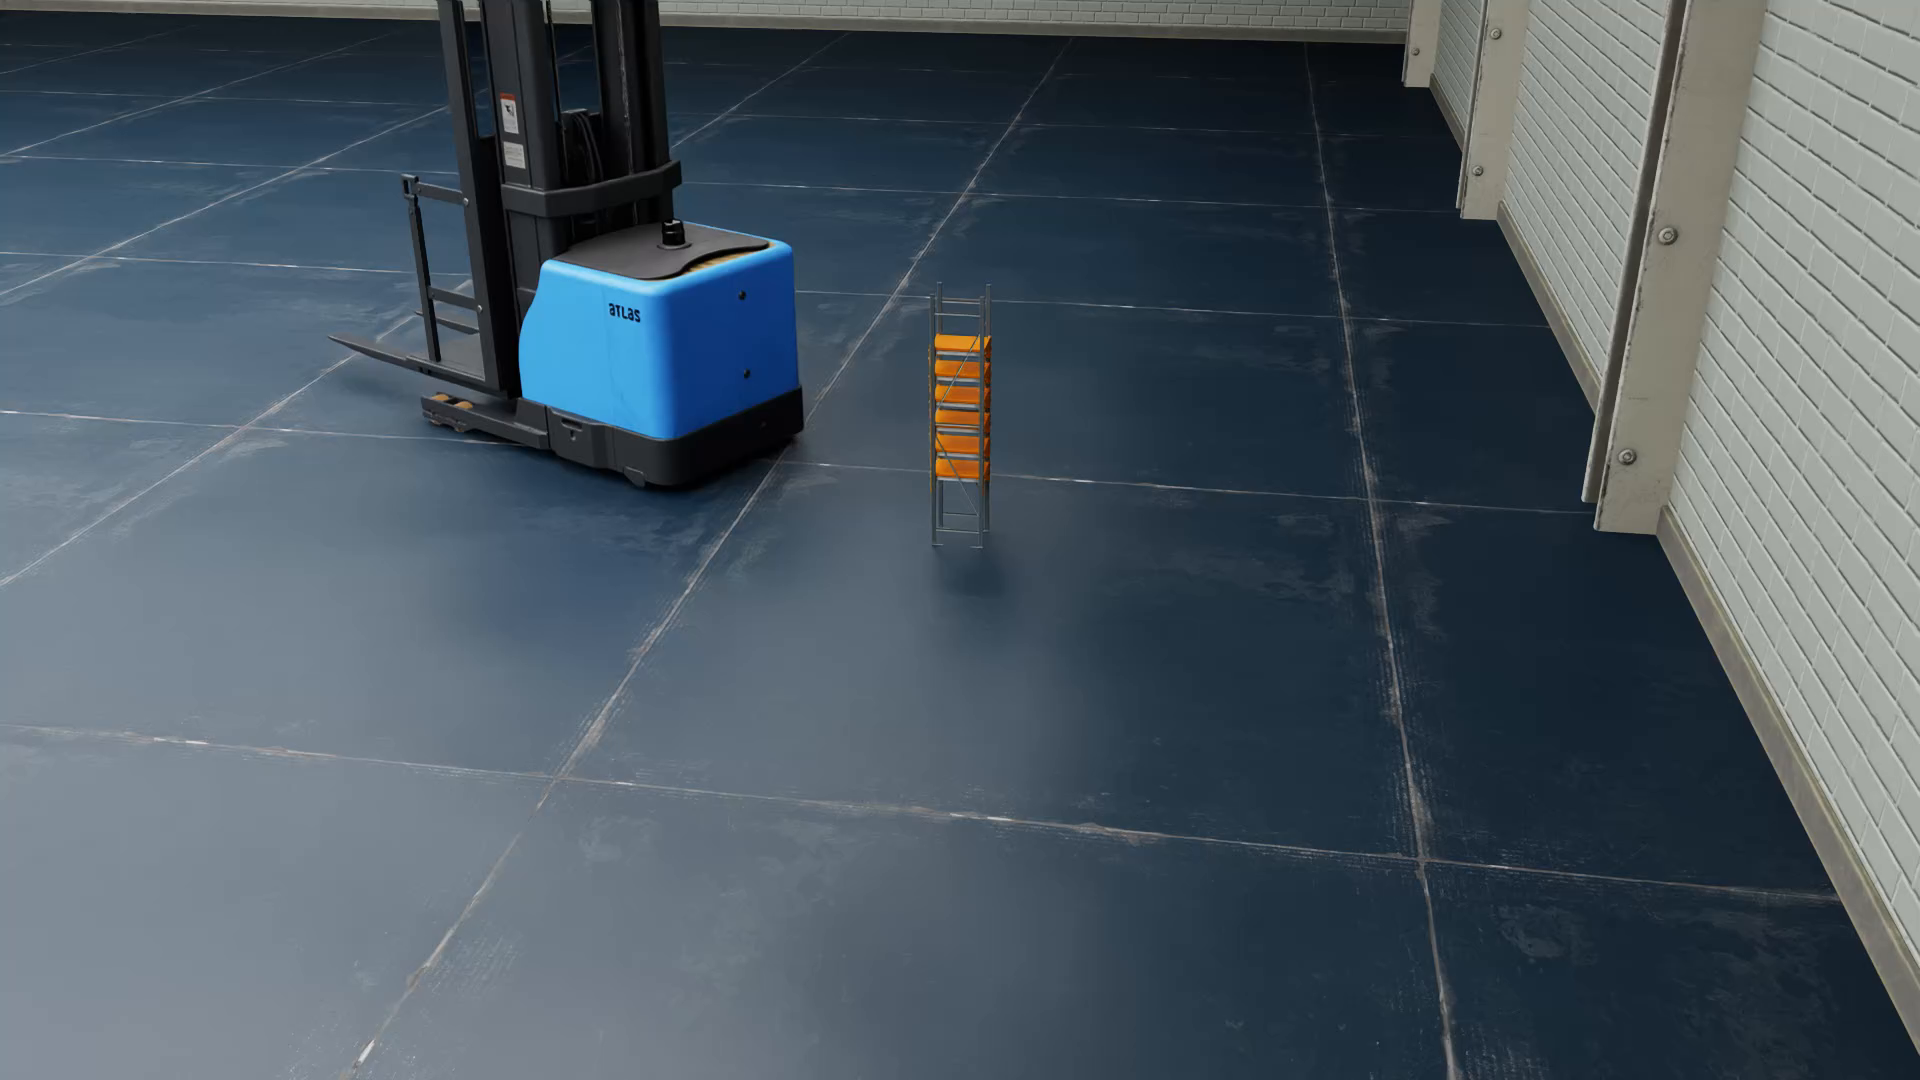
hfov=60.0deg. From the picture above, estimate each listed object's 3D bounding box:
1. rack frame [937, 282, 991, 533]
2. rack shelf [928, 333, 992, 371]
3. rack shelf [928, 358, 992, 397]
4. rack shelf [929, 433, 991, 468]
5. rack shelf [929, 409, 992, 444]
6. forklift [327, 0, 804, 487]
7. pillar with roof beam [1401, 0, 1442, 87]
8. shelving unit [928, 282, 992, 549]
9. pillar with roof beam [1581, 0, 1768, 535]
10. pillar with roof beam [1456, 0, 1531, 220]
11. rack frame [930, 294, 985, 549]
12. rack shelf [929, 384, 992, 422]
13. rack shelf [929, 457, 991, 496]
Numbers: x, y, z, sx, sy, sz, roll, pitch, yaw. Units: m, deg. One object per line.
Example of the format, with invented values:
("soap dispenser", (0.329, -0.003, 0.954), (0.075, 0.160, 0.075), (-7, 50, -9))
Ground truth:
("rack frame", (0.017, -0.588, 7.590), (0.240, 1.200, 0.006), (4, 25, 9))
("rack shelf", (0.002, -0.835, 7.375), (0.258, 0.103, 0.180), (4, 25, 9))
("rack shelf", (0.002, -0.727, 7.426), (0.258, 0.103, 0.180), (4, 25, 9))
("rack shelf", (0.002, -0.401, 7.578), (0.258, 0.103, 0.180), (4, 25, 9))
("rack shelf", (0.002, -0.509, 7.527), (0.258, 0.103, 0.180), (4, 25, 9))
("forklift", (-2.320, -2.069, 8.713), (3.031, 2.935, 1.130), (17, 30, 32))
("pillar with roof beam", (0.897, -9.509, 17.450), (9.100, 9.000, 0.400), (4, 25, 9))
("shelving unit", (0.002, -0.549, 7.509), (0.258, 1.200, 0.189), (4, 25, 9))
("pillar with roof beam", (-1.065, -4.490, 6.728), (9.100, 9.000, 0.400), (4, 25, 9))
("pillar with roof beam", (-0.084, -7.000, 12.089), (9.100, 9.000, 0.400), (4, 25, 9))
("rack frame", (-0.013, -0.511, 7.427), (0.240, 1.200, 0.006), (4, 25, 9))
("rack shelf", (0.002, -0.618, 7.477), (0.258, 0.103, 0.180), (4, 25, 9))
("rack shelf", (0.002, -0.292, 7.629), (0.258, 0.103, 0.180), (4, 25, 9))
